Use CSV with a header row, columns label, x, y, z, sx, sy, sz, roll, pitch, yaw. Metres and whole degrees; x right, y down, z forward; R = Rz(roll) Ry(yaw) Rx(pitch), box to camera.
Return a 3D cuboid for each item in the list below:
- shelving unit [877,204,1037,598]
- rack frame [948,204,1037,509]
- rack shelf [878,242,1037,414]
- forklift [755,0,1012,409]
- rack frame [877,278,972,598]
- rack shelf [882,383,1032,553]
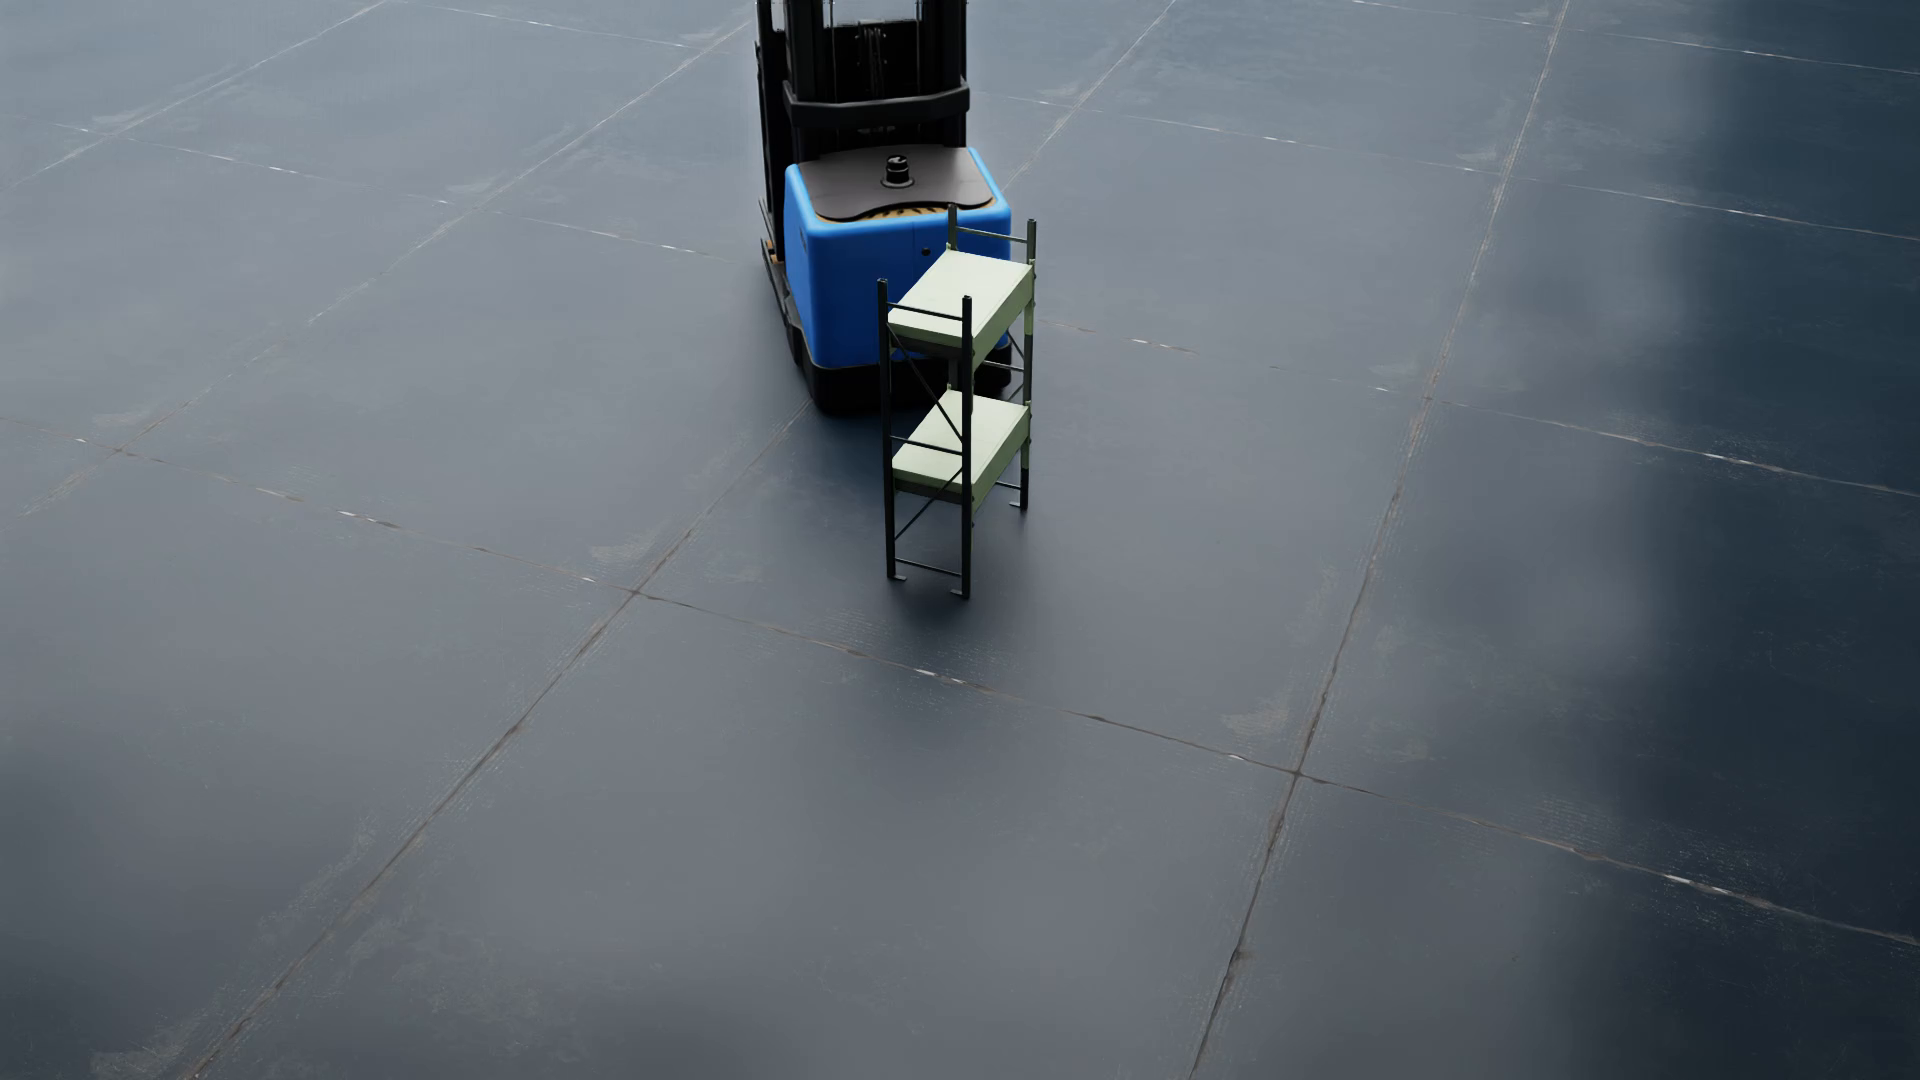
label,x,y,z,sx,sy,sz,roll,pitch,yaw
shelving unit,-0.003,-0.597,7.296,0.431,1.500,0.755,14,39,18
rack frame,0.137,-0.800,7.567,0.400,1.500,0.023,14,39,18
rack shelf,-0.003,-0.910,7.062,0.431,0.370,0.720,14,39,18
forklift,-0.563,-2.728,8.951,1.130,2.935,3.031,-8,38,-10
rack frame,-0.142,-0.394,7.025,0.400,1.500,0.023,14,39,18
rack shelf,-0.003,-0.336,7.491,0.431,0.370,0.720,14,39,18
